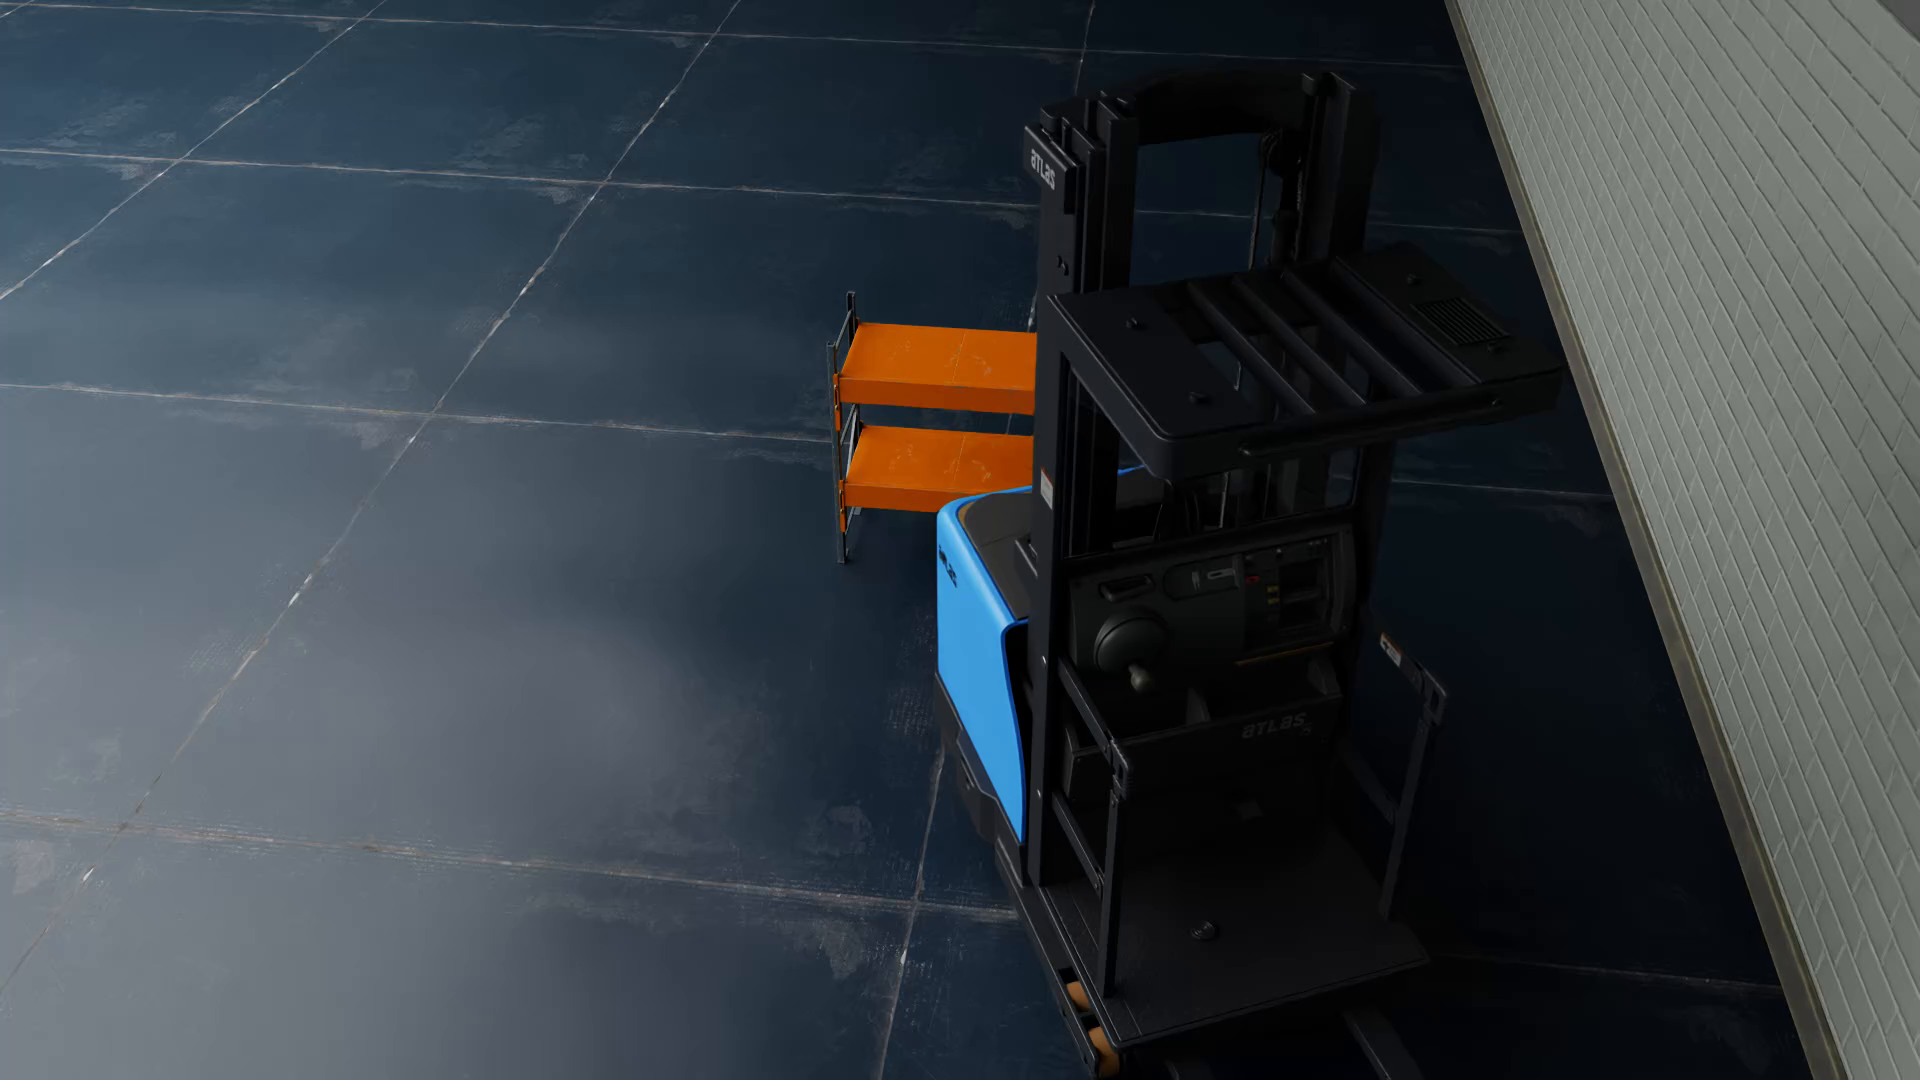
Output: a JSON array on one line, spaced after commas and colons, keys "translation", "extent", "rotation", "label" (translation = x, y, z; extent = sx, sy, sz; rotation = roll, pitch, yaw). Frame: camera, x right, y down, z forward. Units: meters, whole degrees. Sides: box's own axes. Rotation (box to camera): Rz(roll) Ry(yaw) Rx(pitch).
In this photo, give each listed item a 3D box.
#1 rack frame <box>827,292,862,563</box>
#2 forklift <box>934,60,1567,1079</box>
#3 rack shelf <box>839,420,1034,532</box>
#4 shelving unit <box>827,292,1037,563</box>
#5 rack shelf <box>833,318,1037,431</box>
[{"translation": [-0.511, -0.496, 7.477], "extent": [0.032, 1.125, 0.500], "rotation": [4, 36, 6], "label": "rack frame"}, {"translation": [0.837, 0.266, 4.854], "extent": [1.130, 2.935, 3.031], "rotation": [-11, 37, -15], "label": "forklift"}, {"translation": [-0.007, -0.259, 7.566], "extent": [1.000, 0.278, 0.538], "rotation": [4, 36, 6], "label": "rack shelf"}, {"translation": [-0.007, -0.458, 7.424], "extent": [1.048, 1.125, 0.538], "rotation": [4, 36, 6], "label": "shelving unit"}, {"translation": [-0.007, -0.697, 7.254], "extent": [1.000, 0.278, 0.538], "rotation": [4, 36, 6], "label": "rack shelf"}]
